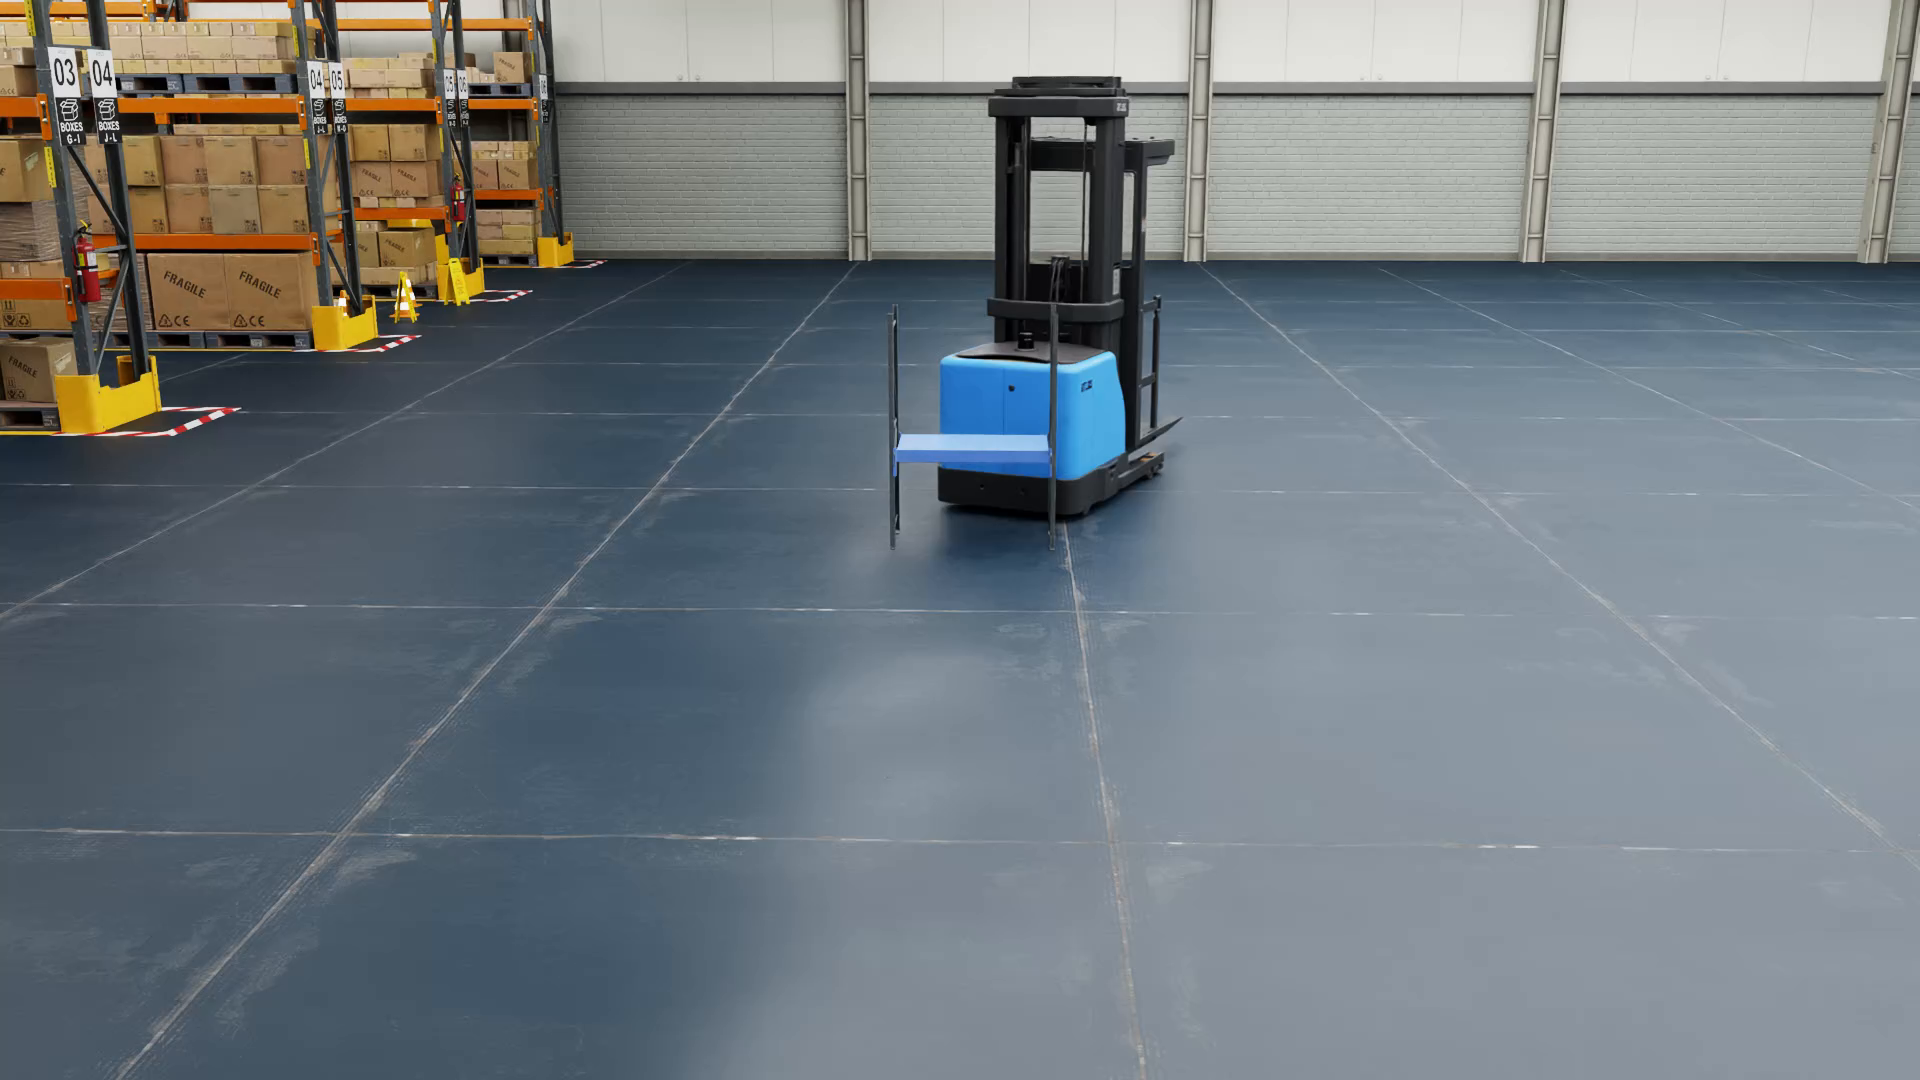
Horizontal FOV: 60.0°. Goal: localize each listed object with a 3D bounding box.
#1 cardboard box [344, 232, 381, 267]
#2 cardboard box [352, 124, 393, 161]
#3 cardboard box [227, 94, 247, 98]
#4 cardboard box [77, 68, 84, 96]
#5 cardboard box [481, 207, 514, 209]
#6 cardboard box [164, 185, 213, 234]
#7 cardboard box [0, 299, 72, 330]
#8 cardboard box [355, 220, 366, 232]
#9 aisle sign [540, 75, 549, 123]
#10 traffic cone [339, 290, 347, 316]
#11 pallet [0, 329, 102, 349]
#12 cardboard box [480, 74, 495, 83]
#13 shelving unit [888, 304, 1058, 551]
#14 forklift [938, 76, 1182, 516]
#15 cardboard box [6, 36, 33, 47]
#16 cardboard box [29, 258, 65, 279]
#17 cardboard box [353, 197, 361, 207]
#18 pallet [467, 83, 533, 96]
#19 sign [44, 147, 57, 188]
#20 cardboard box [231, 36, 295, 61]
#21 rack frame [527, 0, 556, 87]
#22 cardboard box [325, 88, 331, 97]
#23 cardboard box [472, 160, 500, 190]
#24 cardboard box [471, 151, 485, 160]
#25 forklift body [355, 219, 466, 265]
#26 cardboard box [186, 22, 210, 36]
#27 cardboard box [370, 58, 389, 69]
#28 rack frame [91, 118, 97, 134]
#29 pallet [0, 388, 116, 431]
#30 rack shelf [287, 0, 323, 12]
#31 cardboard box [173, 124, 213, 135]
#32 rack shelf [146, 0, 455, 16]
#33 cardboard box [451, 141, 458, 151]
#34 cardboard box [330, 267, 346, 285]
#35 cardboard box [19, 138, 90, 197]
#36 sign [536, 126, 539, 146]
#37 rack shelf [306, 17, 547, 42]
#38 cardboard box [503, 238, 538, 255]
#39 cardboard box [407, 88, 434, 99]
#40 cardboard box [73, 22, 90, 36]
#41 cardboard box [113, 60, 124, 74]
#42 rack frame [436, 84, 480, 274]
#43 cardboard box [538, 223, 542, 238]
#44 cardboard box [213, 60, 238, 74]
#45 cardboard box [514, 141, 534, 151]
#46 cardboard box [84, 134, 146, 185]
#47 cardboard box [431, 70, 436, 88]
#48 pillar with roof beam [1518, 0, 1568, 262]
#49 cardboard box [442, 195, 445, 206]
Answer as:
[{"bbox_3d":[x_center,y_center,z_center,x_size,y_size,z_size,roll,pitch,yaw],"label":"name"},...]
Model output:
[{"bbox_3d":[-8.574,-4.220,24.051,0.500,0.500,0.500,1,15,4],"label":"cardboard box"},{"bbox_3d":[-8.267,-5.671,23.715,0.500,0.500,0.700,1,15,2],"label":"cardboard box"},{"bbox_3d":[-10.178,-6.332,23.571,0.250,0.149,0.380,1,15,3],"label":"cardboard box"},{"bbox_3d":[-7.973,-3.962,14.391,0.500,0.250,0.500,1,15,3],"label":"cardboard box"},{"bbox_3d":[-8.097,-5.719,29.243,0.500,0.250,0.500,0,15,2],"label":"cardboard box"},{"bbox_3d":[-8.749,-3.876,19.359,0.550,0.550,0.875,0,15,1],"label":"cardboard box"},{"bbox_3d":[-10.642,-2.959,19.518,0.875,0.875,0.875,1,15,2],"label":"cardboard box"},{"bbox_3d":[-8.672,-4.519,23.912,0.250,0.149,0.380,1,15,2],"label":"cardboard box"},{"bbox_3d":[-7.063,-7.490,28.253,0.004,0.787,0.394,0,15,1],"label":"aisle sign"},{"bbox_3d":[-7.765,-2.918,20.994,0.334,0.463,0.336,0,15,1],"label":"traffic cone"},{"bbox_3d":[-10.511,-2.432,19.645,1.213,0.211,1.003,0,15,1],"label":"pallet"},{"bbox_3d":[-7.958,-7.816,28.180,0.250,0.149,0.380,0,15,0],"label":"cardboard box"},{"bbox_3d":[0.085,-0.725,10.647,1.048,1.500,0.538,0,15,1],"label":"shelving unit"},{"bbox_3d":[0.916,-1.915,12.353,1.130,2.935,3.031,7,16,24],"label":"forklift"},{"bbox_3d":[-10.283,-5.501,18.622,0.500,0.250,0.500,0,15,1],"label":"cardboard box"},{"bbox_3d":[-7.788,-2.343,14.332,0.250,0.149,0.380,0,15,1],"label":"cardboard box"},{"bbox_3d":[-8.646,-4.881,23.952,0.250,0.149,0.380,1,15,2],"label":"cardboard box"},{"bbox_3d":[-7.828,-7.727,28.541,1.213,0.211,1.003,0,15,1],"label":"pallet"},{"bbox_3d":[-7.532,-3.086,13.769,0.005,0.325,0.100,0,15,1],"label":"sign"},{"bbox_3d":[-7.766,-5.484,18.559,0.500,0.250,0.500,1,15,2],"label":"cardboard box"},{"bbox_3d":[-7.122,-9.209,28.104,0.127,3.000,1.000,0,15,1],"label":"rack frame"},{"bbox_3d":[-8.888,-6.318,23.518,0.250,0.149,0.380,0,15,0],"label":"cardboard box"},{"bbox_3d":[-8.139,-6.298,28.637,0.500,0.500,0.500,1,15,3],"label":"cardboard box"},{"bbox_3d":[-8.237,-6.617,28.572,0.250,0.149,0.380,0,15,1],"label":"cardboard box"},{"bbox_3d":[-9.064,-5.445,27.261,1.214,2.155,2.313,0,15,1],"label":"forklift body"},{"bbox_3d":[-8.380,-5.666,18.465,0.250,0.149,0.380,1,15,2],"label":"cardboard box"},{"bbox_3d":[-8.103,-6.692,23.374,0.250,0.149,0.380,0,15,1],"label":"cardboard box"},{"bbox_3d":[-15.119,-6.360,29.067,0.127,3.000,1.000,0,15,1],"label":"rack frame"},{"bbox_3d":[-8.385,-1.182,14.905,1.213,0.211,1.003,0,15,1],"label":"pallet"},{"bbox_3d":[-9.269,-6.152,18.711,4.000,0.370,1.077,0,15,1],"label":"rack shelf"},{"bbox_3d":[-10.809,-5.686,23.772,0.500,0.500,0.700,0,15,1],"label":"cardboard box"},{"bbox_3d":[-9.244,-7.607,23.448,4.000,0.370,1.077,0,15,1],"label":"rack shelf"},{"bbox_3d":[-8.763,-6.745,28.476,0.250,0.149,0.380,1,15,3],"label":"cardboard box"},{"bbox_3d":[-9.100,-3.860,24.157,0.500,0.250,0.500,0,15,-1],"label":"cardboard box"},{"bbox_3d":[-8.041,-3.264,14.592,0.500,0.500,0.500,0,15,1],"label":"cardboard box"},{"bbox_3d":[-7.149,-6.844,28.168,0.005,0.325,0.100,0,15,1],"label":"sign"},{"bbox_3d":[-9.121,-8.681,28.297,4.000,0.370,1.077,0,15,1],"label":"rack shelf"},{"bbox_3d":[-7.599,-5.104,28.873,0.500,0.250,0.500,0,15,2],"label":"cardboard box"},{"bbox_3d":[-7.608,-6.302,23.460,0.250,0.149,0.380,0,15,2],"label":"cardboard box"},{"bbox_3d":[-9.641,-5.674,18.497,0.250,0.149,0.380,0,15,1],"label":"cardboard box"},{"bbox_3d":[-9.393,-5.287,18.591,0.250,0.149,0.380,1,15,2],"label":"cardboard box"},{"bbox_3d":[-7.245,-5.042,24.072,0.127,3.000,1.000,0,15,1],"label":"rack frame"},{"bbox_3d":[-7.586,-5.479,29.316,0.500,0.250,0.500,1,15,2],"label":"cardboard box"},{"bbox_3d":[-8.120,-5.279,18.561,0.250,0.149,0.380,1,15,2],"label":"cardboard box"},{"bbox_3d":[-7.485,-6.763,28.541,0.250,0.149,0.380,0,15,2],"label":"cardboard box"},{"bbox_3d":[-9.812,-4.376,19.137,0.550,0.550,0.875,0,15,1],"label":"cardboard box"},{"bbox_3d":[-7.740,-6.635,23.940,0.500,0.250,0.500,0,15,0],"label":"cardboard box"},{"bbox_3d":[10.090,-8.228,24.387,0.400,9.000,9.100,0,15,1],"label":"pillar with roof beam"},{"bbox_3d":[-7.579,-4.976,24.312,0.250,0.149,0.380,0,15,2],"label":"cardboard box"}]
